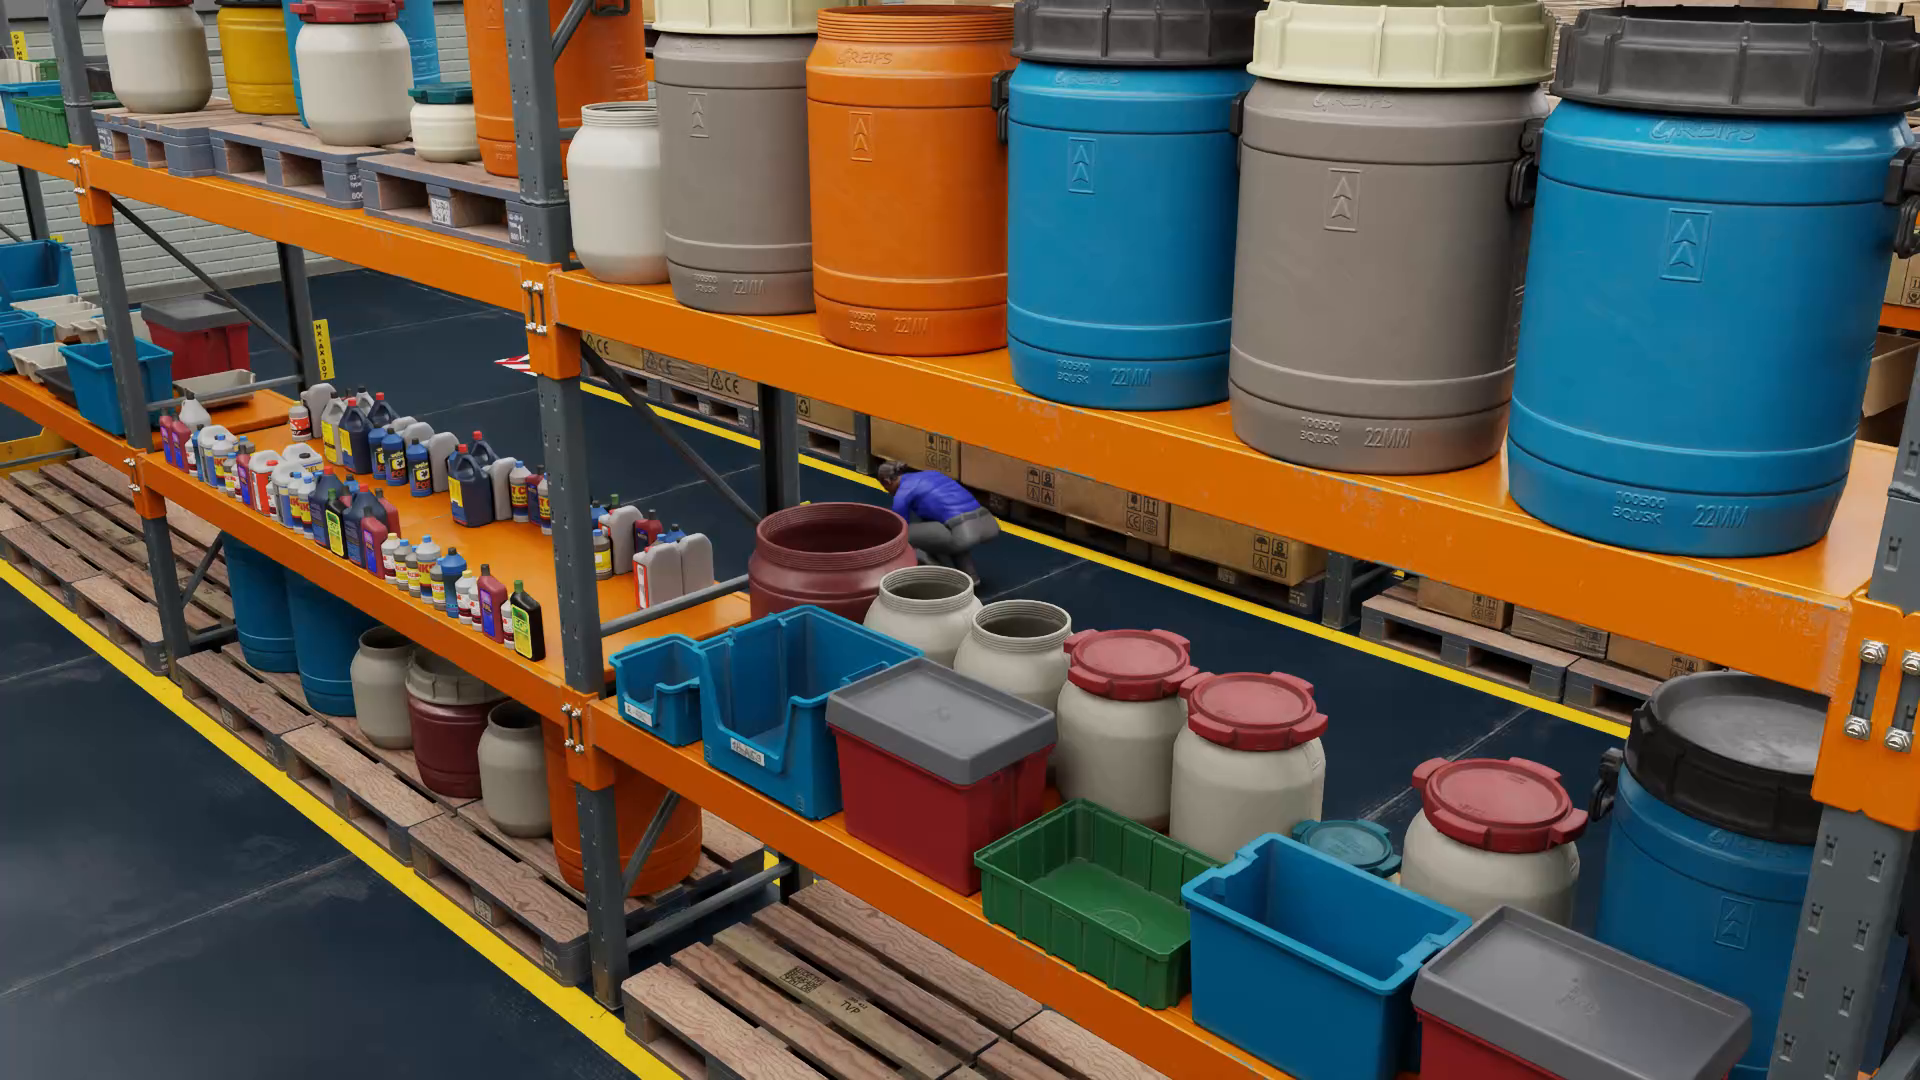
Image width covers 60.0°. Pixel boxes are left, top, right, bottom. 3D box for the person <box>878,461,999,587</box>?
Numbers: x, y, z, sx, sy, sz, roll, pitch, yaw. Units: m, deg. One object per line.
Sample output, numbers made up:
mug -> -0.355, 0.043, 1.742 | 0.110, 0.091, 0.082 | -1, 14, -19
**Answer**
person -> -0.158, -0.057, 10.110 | 0.838, 0.790, 0.460 | 18, 27, 40
